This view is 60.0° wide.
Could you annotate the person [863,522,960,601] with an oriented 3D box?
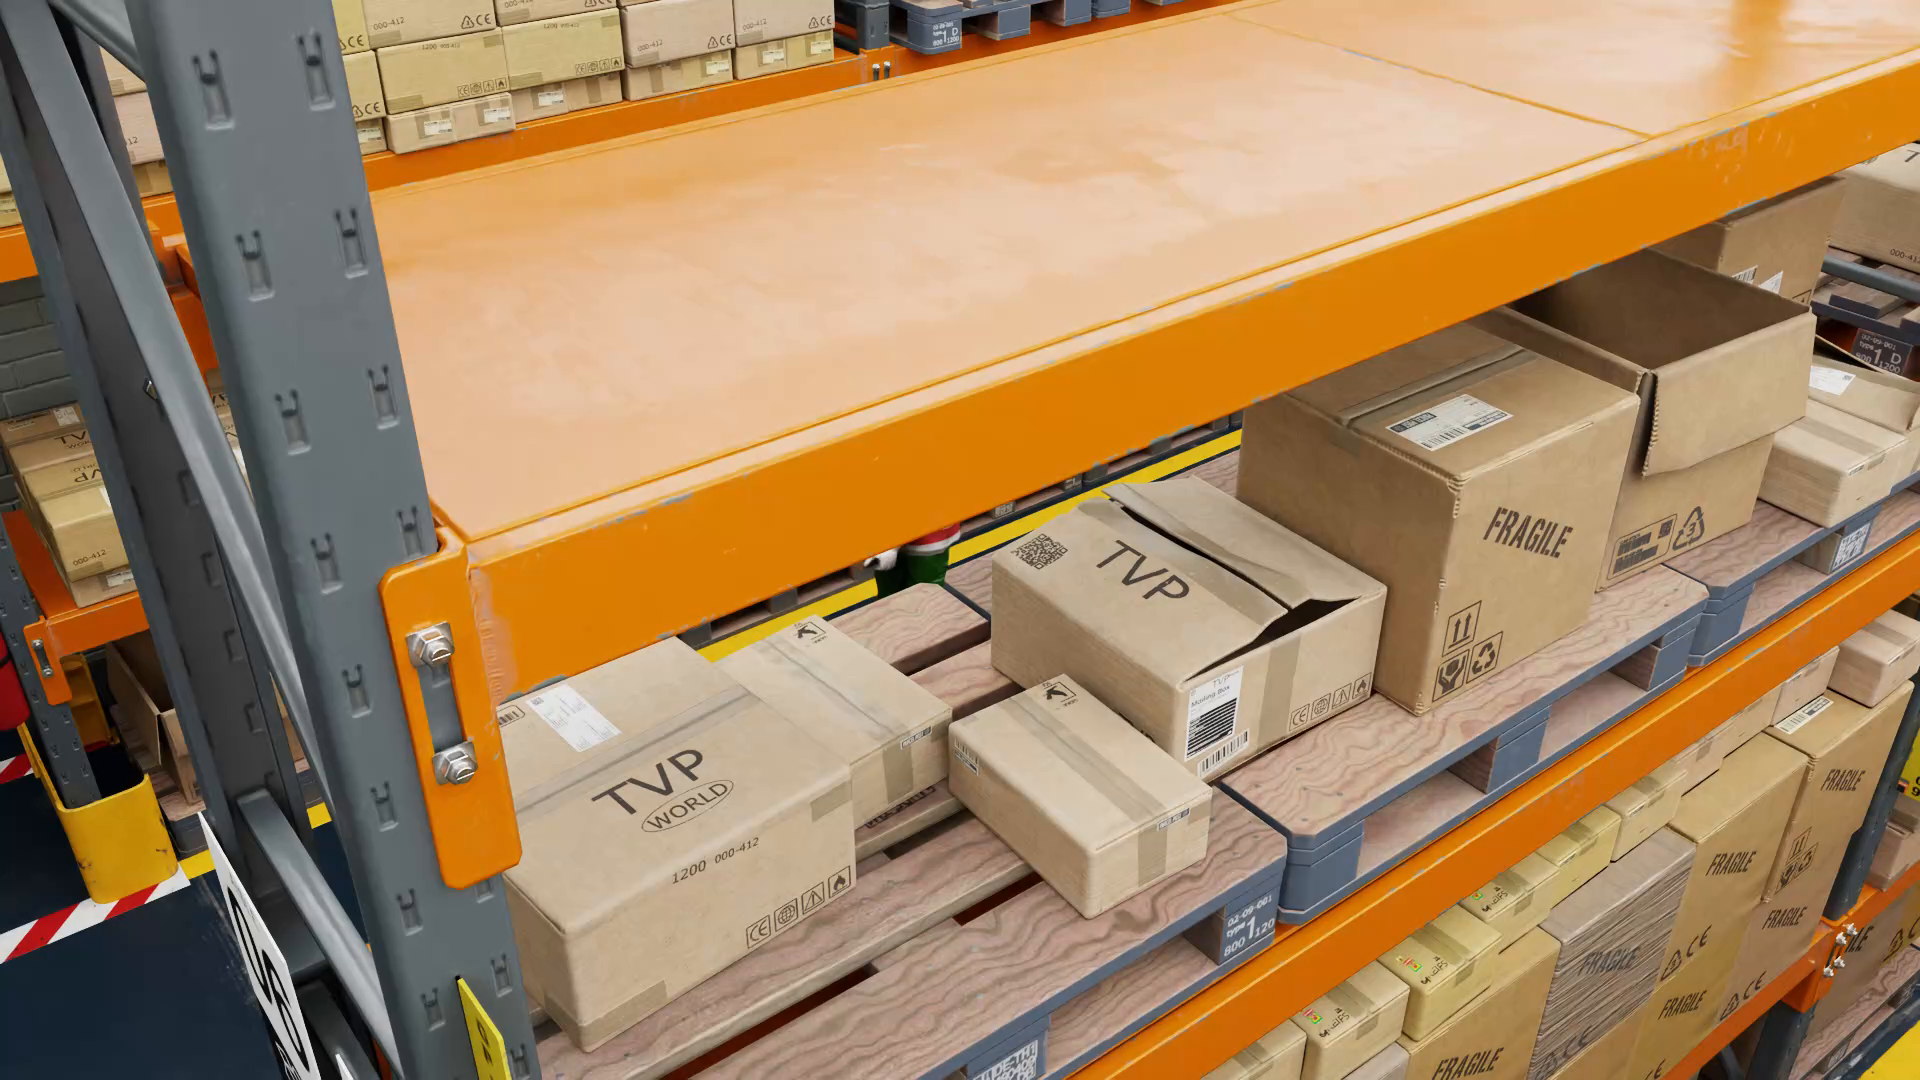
[{"bbox_3d":[-0.270,0.030,7.570,0.559,1.783,0.494,-21,38,-30],"label":"person"}]
